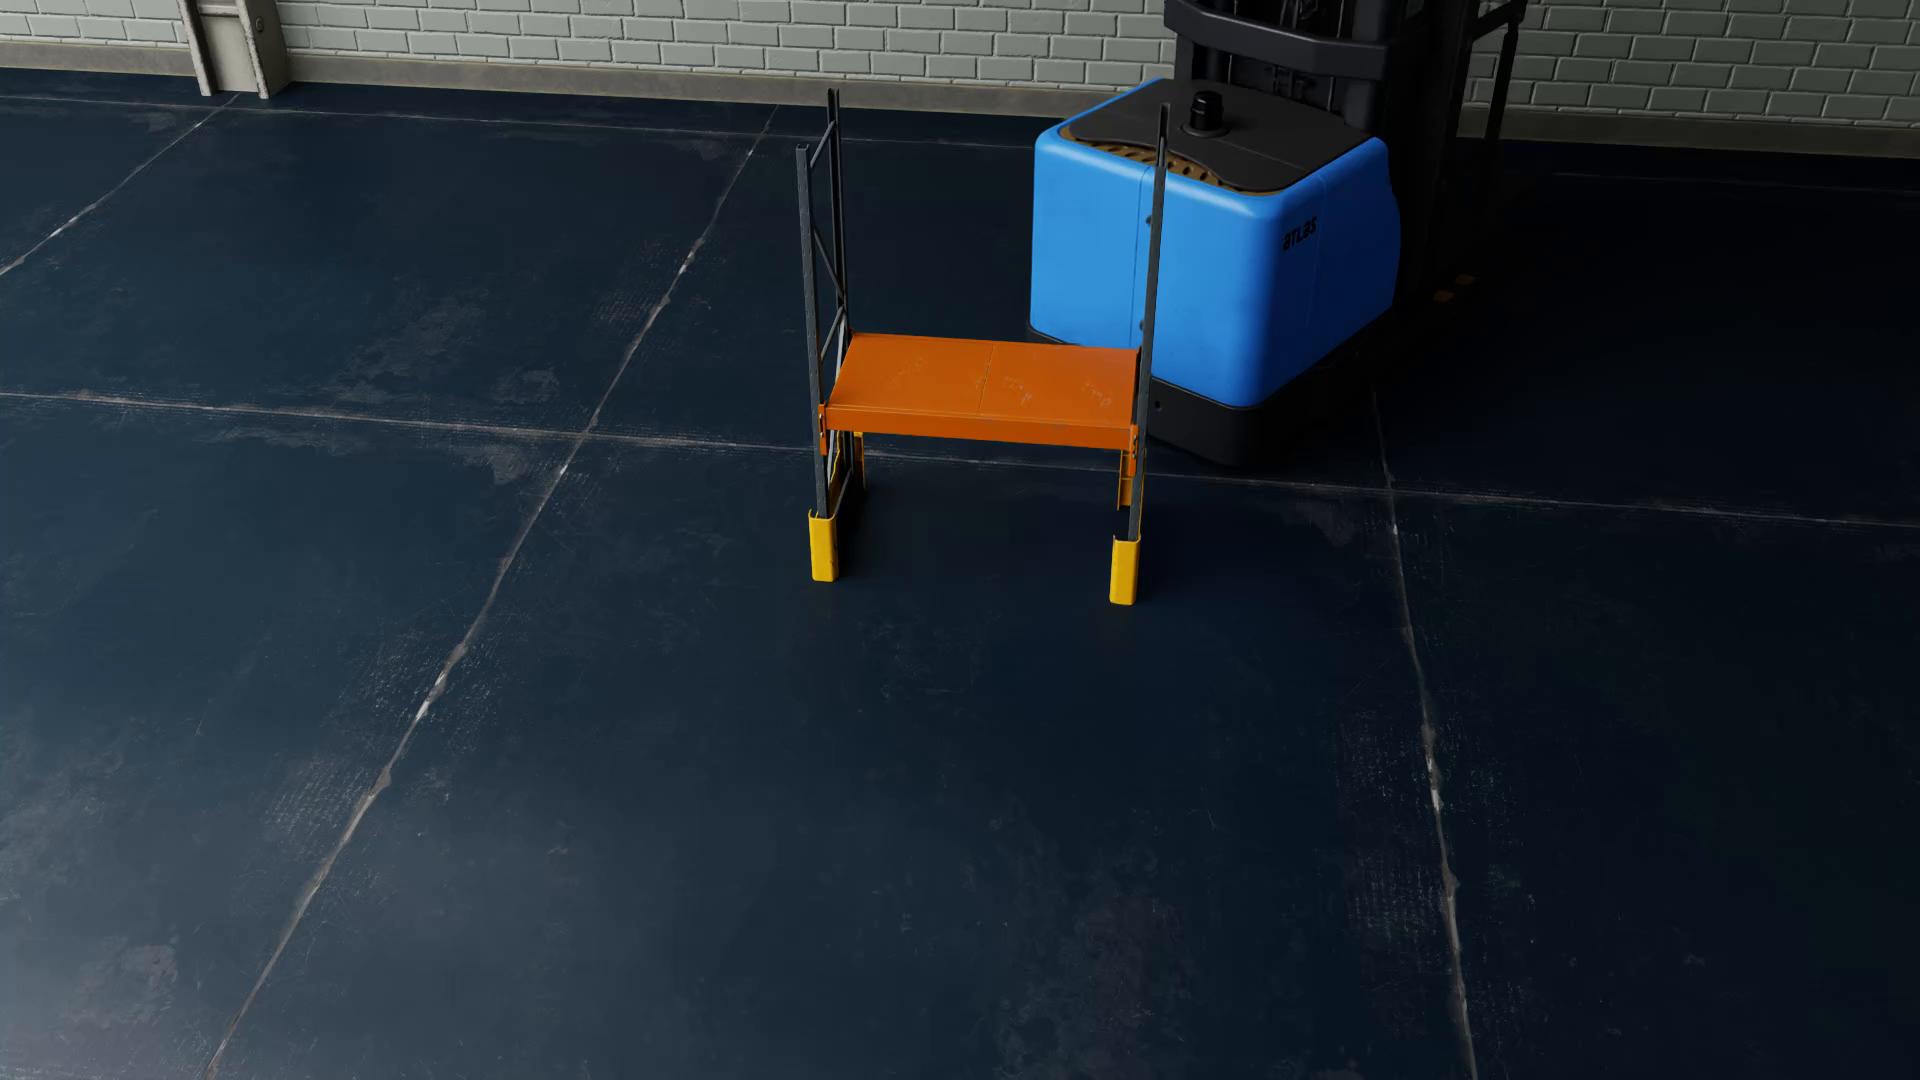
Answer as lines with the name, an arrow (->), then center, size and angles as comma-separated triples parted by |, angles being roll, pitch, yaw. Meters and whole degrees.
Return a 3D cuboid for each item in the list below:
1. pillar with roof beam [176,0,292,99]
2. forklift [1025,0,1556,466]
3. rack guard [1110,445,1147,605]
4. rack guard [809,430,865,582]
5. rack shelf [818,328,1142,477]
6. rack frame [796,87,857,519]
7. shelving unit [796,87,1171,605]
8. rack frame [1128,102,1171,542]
pillar with roof beam -> -4.528, -3.716, 3.210 | 0.400, 9.000, 9.100 | 4, 36, 6
forklift -> 1.587, -2.243, 6.370 | 1.130, 2.935, 3.031 | 26, 43, 32
rack guard -> 0.570, -0.059, 5.618 | 0.087, 0.250, 0.587 | 4, 36, 6
rack guard -> -0.418, -0.133, 5.721 | 0.087, 0.250, 0.587 | 4, 36, 6
rack shelf -> 0.085, -0.458, 5.410 | 1.000, 0.185, 0.538 | 4, 36, 6
rack frame -> -0.420, -0.642, 5.358 | 0.032, 1.500, 0.500 | 4, 36, 6
shelving unit -> 0.076, -0.605, 5.306 | 1.083, 1.500, 0.587 | 4, 36, 6
rack frame -> 0.589, -0.567, 5.253 | 0.032, 1.500, 0.500 | 4, 36, 6
